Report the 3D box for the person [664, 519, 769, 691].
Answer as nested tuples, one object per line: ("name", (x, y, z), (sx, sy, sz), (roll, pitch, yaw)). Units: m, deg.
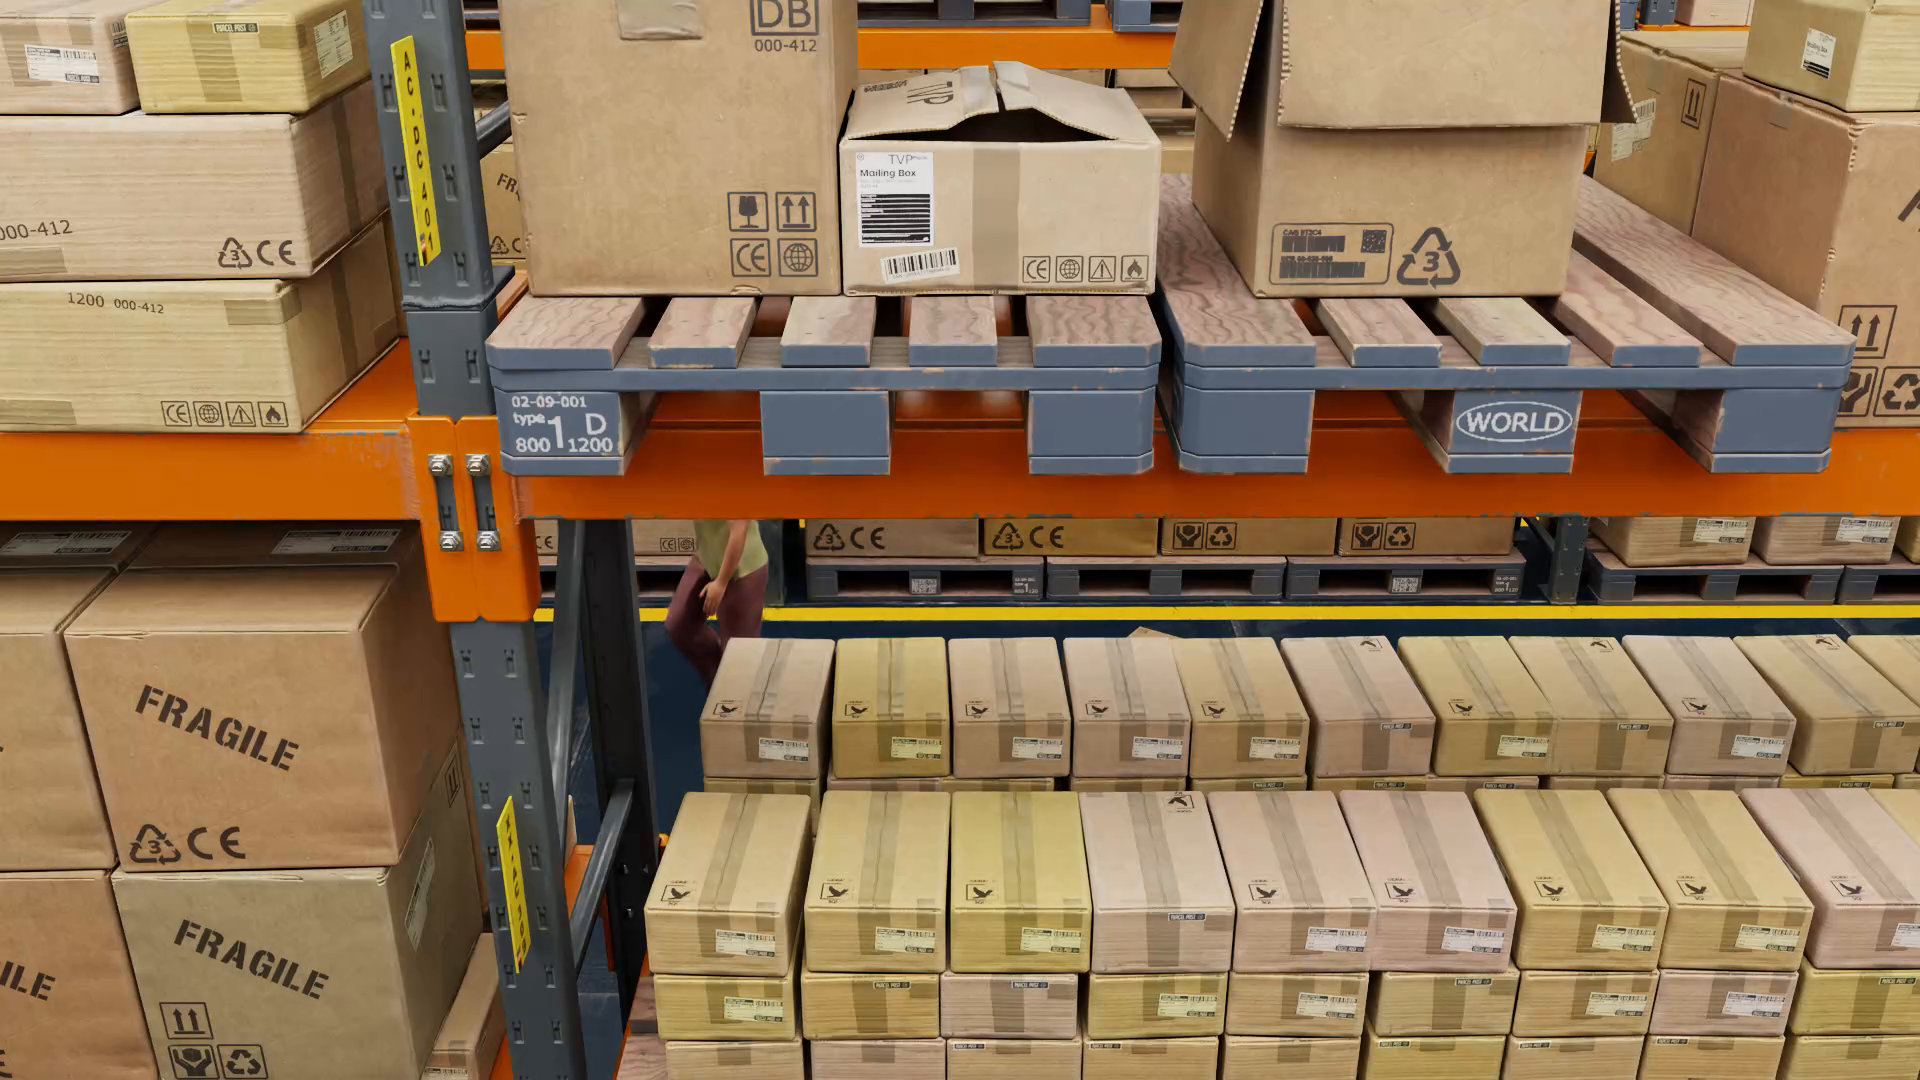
("person", (-0.967, 0.129, 6.790), (0.447, 1.693, 0.456), (-10, 26, -22))
